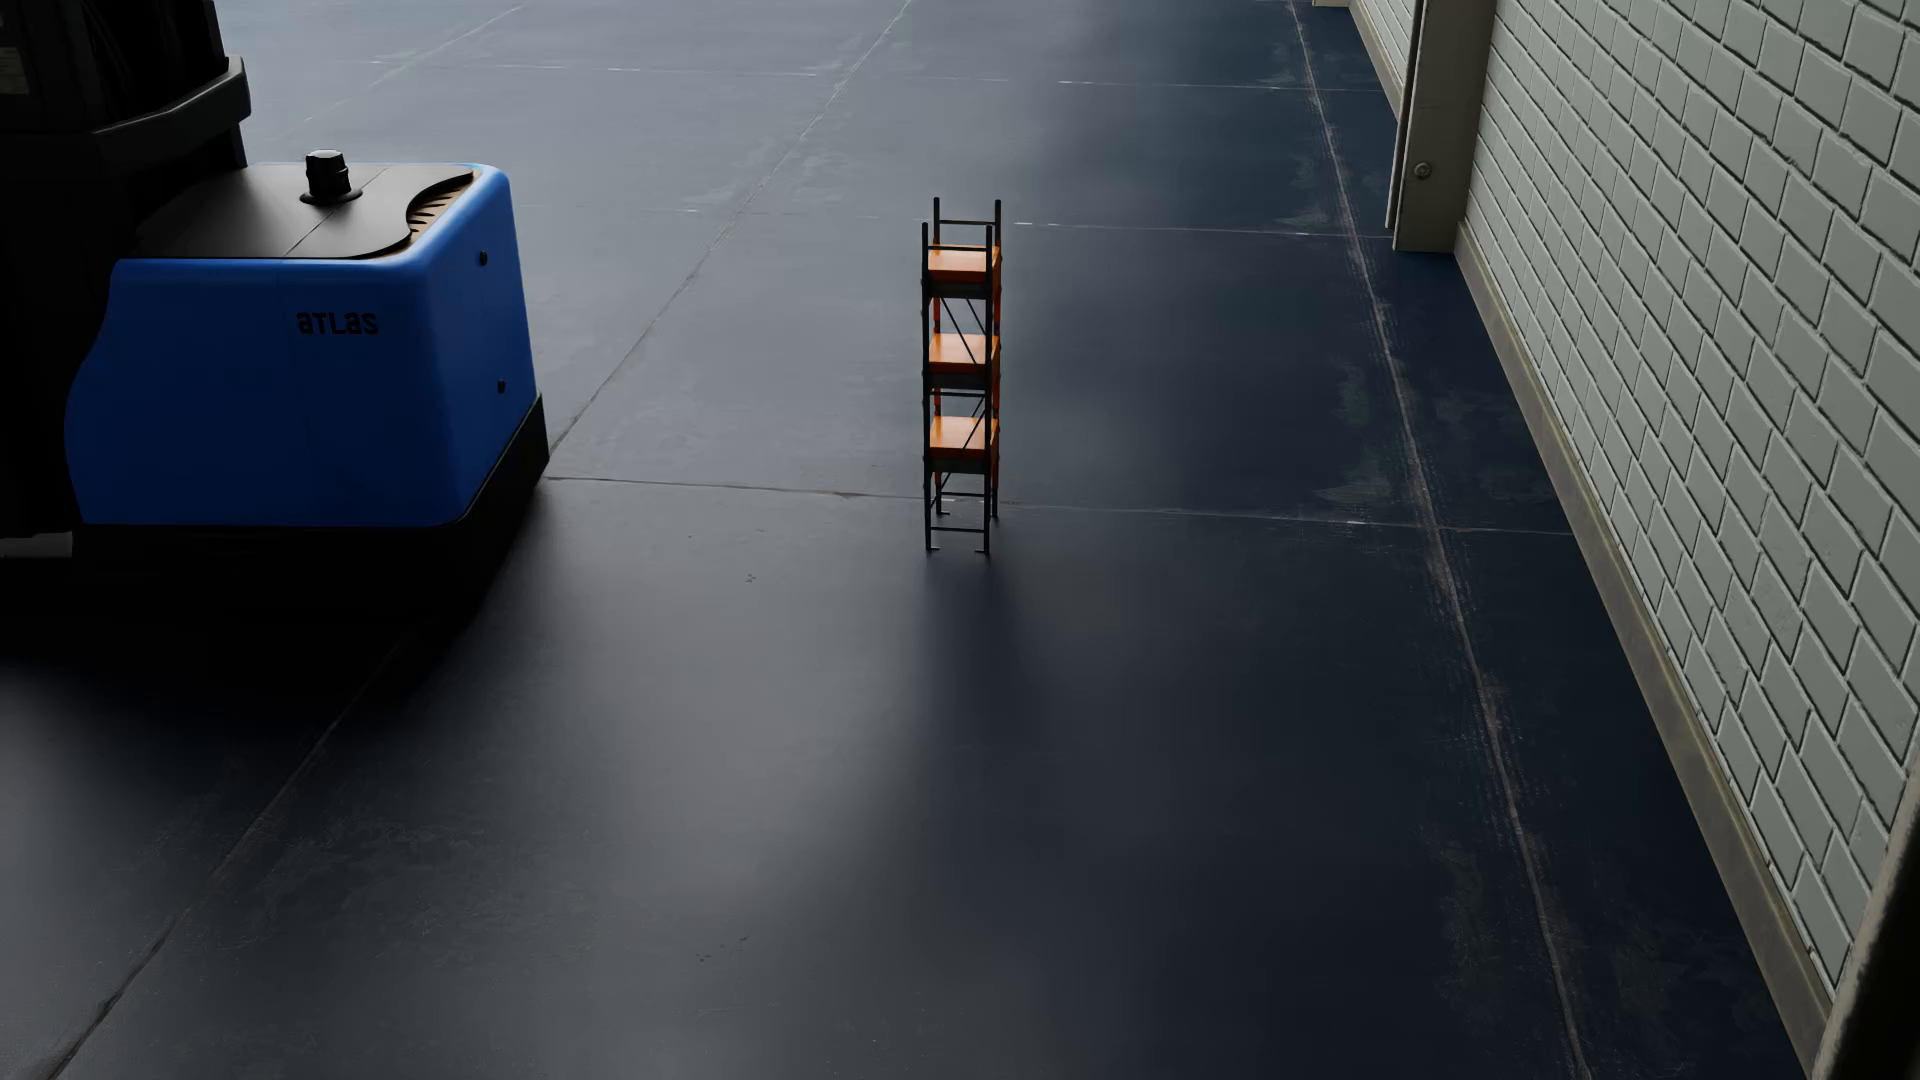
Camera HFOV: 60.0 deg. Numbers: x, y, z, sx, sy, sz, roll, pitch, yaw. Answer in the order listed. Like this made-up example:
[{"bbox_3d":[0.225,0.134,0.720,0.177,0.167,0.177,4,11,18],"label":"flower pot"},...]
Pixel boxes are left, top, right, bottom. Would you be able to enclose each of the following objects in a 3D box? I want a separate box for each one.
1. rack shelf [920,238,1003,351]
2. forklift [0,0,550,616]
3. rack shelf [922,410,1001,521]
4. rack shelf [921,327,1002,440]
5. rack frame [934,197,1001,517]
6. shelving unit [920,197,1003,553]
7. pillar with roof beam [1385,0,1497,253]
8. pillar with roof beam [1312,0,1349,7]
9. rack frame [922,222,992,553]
[{"bbox_3d":[0.006,-0.728,4.918,0.215,0.259,0.240,3,28,6],"label":"rack shelf"},{"bbox_3d":[-2.905,-1.308,4.587,3.031,2.935,1.130,1,28,1],"label":"forklift"},{"bbox_3d":[0.007,-0.233,5.185,0.215,0.259,0.240,3,28,6],"label":"rack shelf"},{"bbox_3d":[0.007,-0.478,5.053,0.215,0.259,0.240,3,28,6],"label":"rack shelf"},{"bbox_3d":[0.021,-0.545,5.154,0.200,1.050,0.008,3,28,6],"label":"rack frame"},{"bbox_3d":[0.007,-0.487,5.048,0.215,1.050,0.252,3,28,6],"label":"shelving unit"},{"bbox_3d":[-2.071,-5.648,6.246,9.100,9.000,0.400,3,28,6],"label":"pillar with roof beam"},{"bbox_3d":[-1.335,-8.472,11.488,9.100,9.000,0.400,3,28,6],"label":"pillar with roof beam"},{"bbox_3d":[-0.008,-0.430,4.941,0.200,1.050,0.008,3,28,6],"label":"rack frame"}]
